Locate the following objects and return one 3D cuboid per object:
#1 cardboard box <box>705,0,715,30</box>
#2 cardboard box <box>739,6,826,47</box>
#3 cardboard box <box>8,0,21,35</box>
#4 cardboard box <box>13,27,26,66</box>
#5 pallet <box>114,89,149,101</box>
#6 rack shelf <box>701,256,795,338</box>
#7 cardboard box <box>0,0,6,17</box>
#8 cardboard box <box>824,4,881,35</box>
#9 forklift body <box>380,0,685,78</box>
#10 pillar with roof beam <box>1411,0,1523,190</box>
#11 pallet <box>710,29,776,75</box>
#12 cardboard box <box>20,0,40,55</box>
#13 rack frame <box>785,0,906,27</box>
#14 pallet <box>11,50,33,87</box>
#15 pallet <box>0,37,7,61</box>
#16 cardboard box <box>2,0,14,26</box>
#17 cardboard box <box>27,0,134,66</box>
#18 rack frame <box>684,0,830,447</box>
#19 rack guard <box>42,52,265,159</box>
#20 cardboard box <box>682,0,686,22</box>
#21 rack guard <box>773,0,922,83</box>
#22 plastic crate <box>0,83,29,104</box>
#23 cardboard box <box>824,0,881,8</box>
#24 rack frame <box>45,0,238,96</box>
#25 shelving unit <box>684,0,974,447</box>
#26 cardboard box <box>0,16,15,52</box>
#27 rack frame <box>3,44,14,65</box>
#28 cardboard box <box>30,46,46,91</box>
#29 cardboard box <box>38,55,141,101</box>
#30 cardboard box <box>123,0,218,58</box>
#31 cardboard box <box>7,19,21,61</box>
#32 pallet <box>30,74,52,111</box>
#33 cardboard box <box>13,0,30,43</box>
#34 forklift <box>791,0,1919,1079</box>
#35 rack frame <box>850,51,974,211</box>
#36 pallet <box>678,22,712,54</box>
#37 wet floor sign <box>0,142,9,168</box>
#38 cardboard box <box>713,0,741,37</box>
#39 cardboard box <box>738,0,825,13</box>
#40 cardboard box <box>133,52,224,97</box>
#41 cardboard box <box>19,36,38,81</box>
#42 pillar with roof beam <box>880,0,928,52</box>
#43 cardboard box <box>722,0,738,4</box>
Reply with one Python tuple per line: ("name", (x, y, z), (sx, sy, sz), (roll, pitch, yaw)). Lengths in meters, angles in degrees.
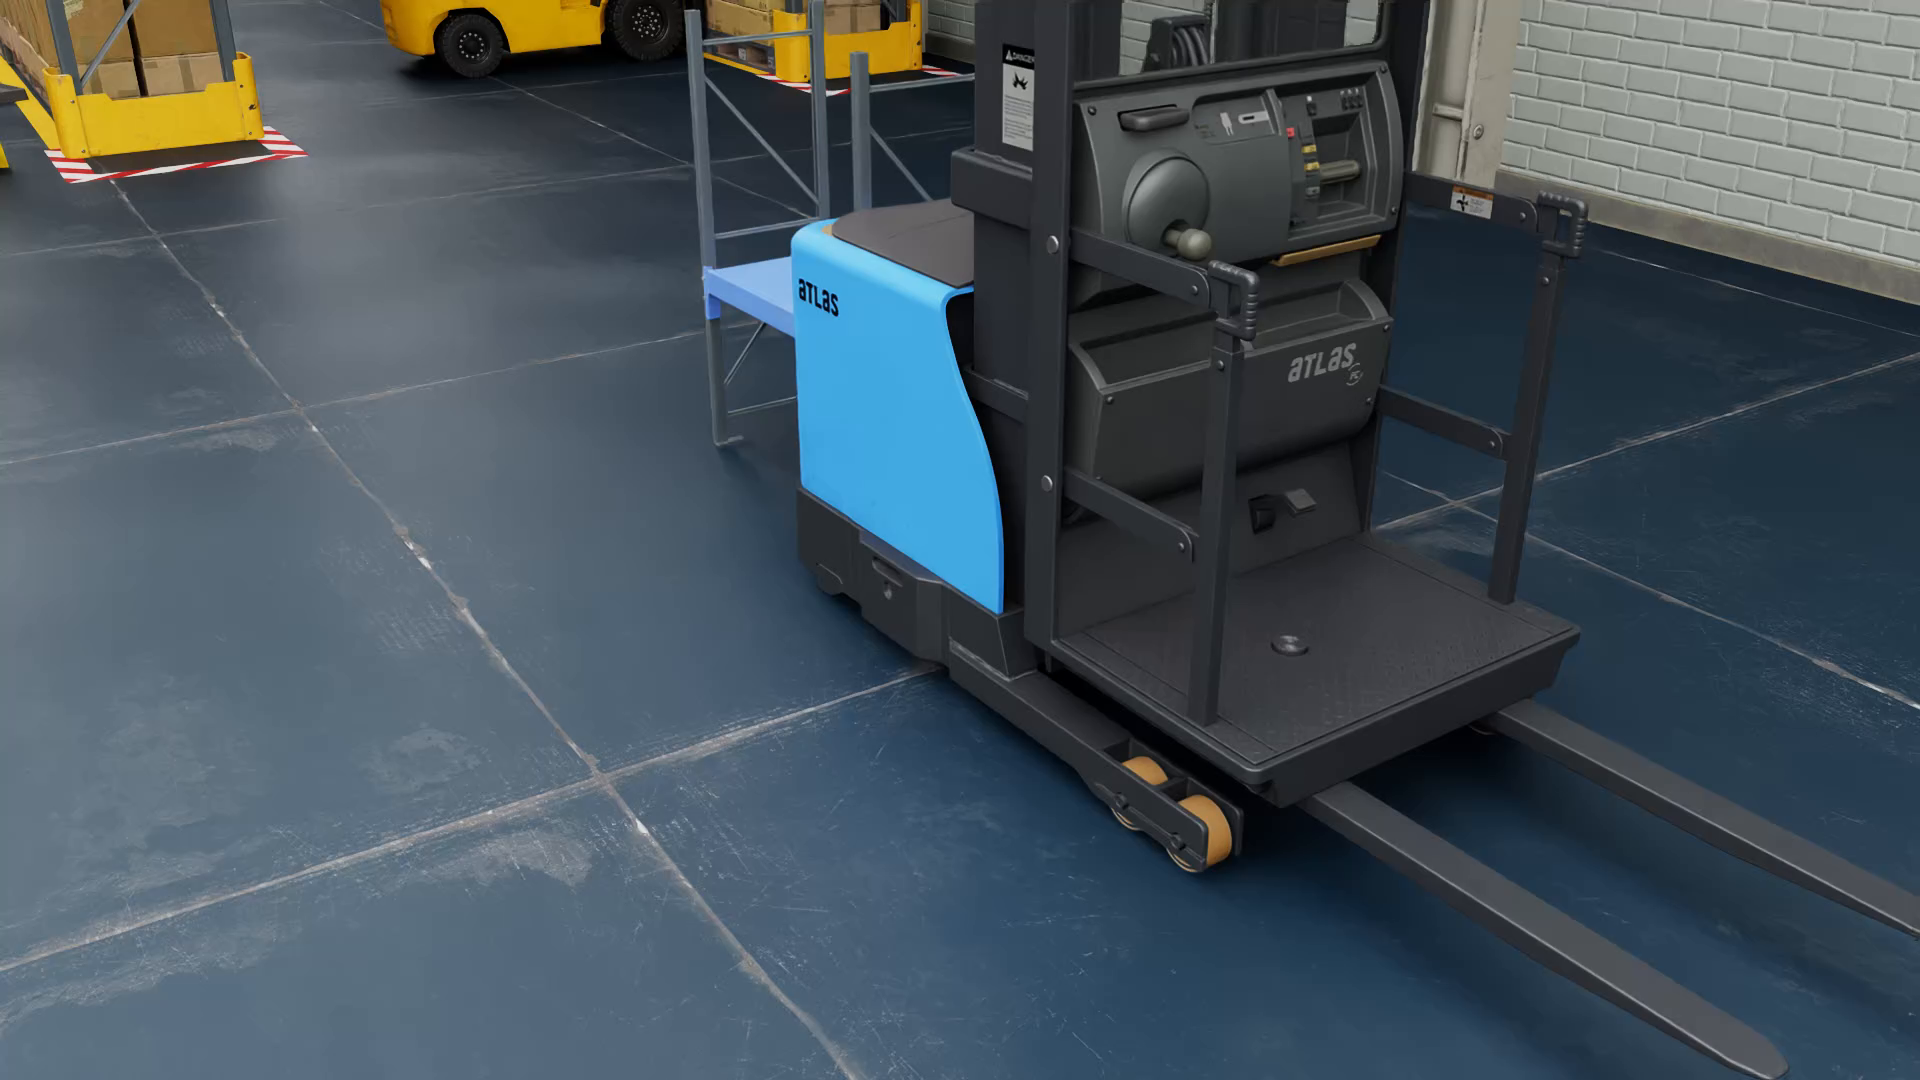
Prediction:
("cardboard box", (-1.921, -4.415, 13.818), (0.500, 0.250, 0.500), (-15, 29, -29))
("cardboard box", (-1.392, -4.054, 13.053), (0.500, 0.250, 0.500), (-15, 29, -29))
("cardboard box", (-6.531, -3.923, 11.897), (0.500, 0.500, 0.500), (-14, 29, -27))
("cardboard box", (-6.523, -3.581, 12.051), (0.500, 0.250, 0.500), (-16, 30, -30))
("pallet", (-5.483, -2.920, 11.189), (1.003, 0.211, 1.213), (-16, 29, -30))
("rack shelf", (-0.382, -0.739, 5.480), (0.538, 0.185, 1.000), (-17, 30, -31))
("cardboard box", (-7.115, -4.298, 12.690), (0.500, 0.500, 0.500), (-14, 29, -27))
("cardboard box", (-0.975, -4.181, 13.322), (0.500, 0.250, 0.500), (-15, 29, -29))
("forklift body", (-3.434, -4.883, 13.073), (2.313, 2.155, 1.214), (-16, 29, -30))
("pillar with roof beam", (-0.827, -5.036, 5.377), (9.100, 9.000, 0.400), (-16, 29, -30))
("pallet", (-1.323, -4.016, 13.510), (1.003, 0.211, 1.213), (-16, 29, -30))
("cardboard box", (-5.971, -3.552, 11.112), (0.500, 0.500, 0.500), (-14, 29, -28))
("rack frame", (-0.871, -5.013, 12.356), (1.000, 3.000, 0.127), (-16, 29, -30))
("pallet", (-6.815, -3.793, 13.037), (1.003, 0.211, 1.213), (-16, 29, -30))
("pallet", (-7.637, -4.303, 14.118), (1.003, 0.211, 1.213), (-16, 29, -30))
("cardboard box", (-6.813, -4.109, 12.291), (0.500, 0.500, 0.500), (-14, 29, -28))
("cardboard box", (-5.683, -3.367, 10.718), (0.500, 0.500, 0.500), (-15, 29, -29))
("rack frame", (-0.673, -1.080, 5.780), (0.500, 1.500, 0.032), (-17, 30, -31))
("rack guard", (-5.069, -2.752, 10.494), (1.175, 0.500, 0.348), (-16, 29, -30))
("cardboard box", (-2.223, -4.596, 14.201), (0.500, 0.250, 0.500), (-15, 29, -28))
("rack guard", (-0.858, -3.874, 12.871), (1.175, 0.500, 0.348), (-16, 29, -30))
("plastic crate", (-7.041, -3.213, 11.962), (0.583, 0.080, 0.402), (18, 31, 33))
("cardboard box", (-0.953, -4.402, 13.205), (0.500, 0.250, 0.500), (-15, 29, -29))
("rack frame", (-5.027, -3.855, 9.903), (1.000, 3.000, 0.127), (-16, 29, -30))
("shelving unit", (-0.382, -0.902, 5.404), (0.538, 1.500, 1.048), (-17, 30, -31))
("cardboard box", (-7.115, -3.958, 12.851), (0.500, 0.250, 0.500), (-17, 30, -32))
("rack frame", (-7.211, -5.286, 12.934), (1.000, 3.000, 0.127), (-16, 29, -30))
("cardboard box", (-5.970, -3.215, 11.276), (0.500, 0.250, 0.500), (-15, 29, -29))
("cardboard box", (-5.707, -3.037, 10.898), (0.500, 0.250, 0.500), (-16, 29, -30))
("cardboard box", (-5.250, -3.502, 11.006), (0.500, 0.500, 0.500), (-17, 30, -31))
("cardboard box", (-6.814, -3.770, 12.452), (0.500, 0.250, 0.500), (-14, 29, -27))
("pallet", (-6.145, -3.356, 12.112), (1.003, 0.211, 1.213), (-16, 29, -30))
("cardboard box", (-6.241, -3.735, 11.498), (0.500, 0.500, 0.500), (-16, 30, -31))
("forklift", (0.773, -0.824, 3.562), (1.130, 2.935, 3.031), (-17, 30, -31))
("rack frame", (-0.091, -0.724, 5.027), (0.500, 1.500, 0.032), (-17, 30, -31))
("pallet", (-1.985, -4.452, 14.433), (1.003, 0.211, 1.213), (-16, 29, -30))
("wet floor sign", (-5.820, -2.473, 9.733), (0.267, 0.644, 0.232), (-6, 26, -12))
("cardboard box", (-1.655, -4.234, 13.435), (0.500, 0.250, 0.500), (-16, 29, -30))
("cardboard box", (-1.398, -4.287, 12.961), (0.500, 0.250, 0.500), (-16, 30, -30))
("cardboard box", (-5.236, -3.155, 11.148), (0.500, 0.250, 0.500), (-16, 30, -30))
("cardboard box", (-6.261, -3.401, 11.670), (0.500, 0.250, 0.500), (-17, 30, -31))
("pillar with roof beam", (-4.103, -7.182, 9.923), (9.100, 9.000, 0.400), (-16, 29, -30))
("cardboard box", (-1.663, -4.469, 13.346), (0.500, 0.250, 0.500), (-16, 30, -30))
